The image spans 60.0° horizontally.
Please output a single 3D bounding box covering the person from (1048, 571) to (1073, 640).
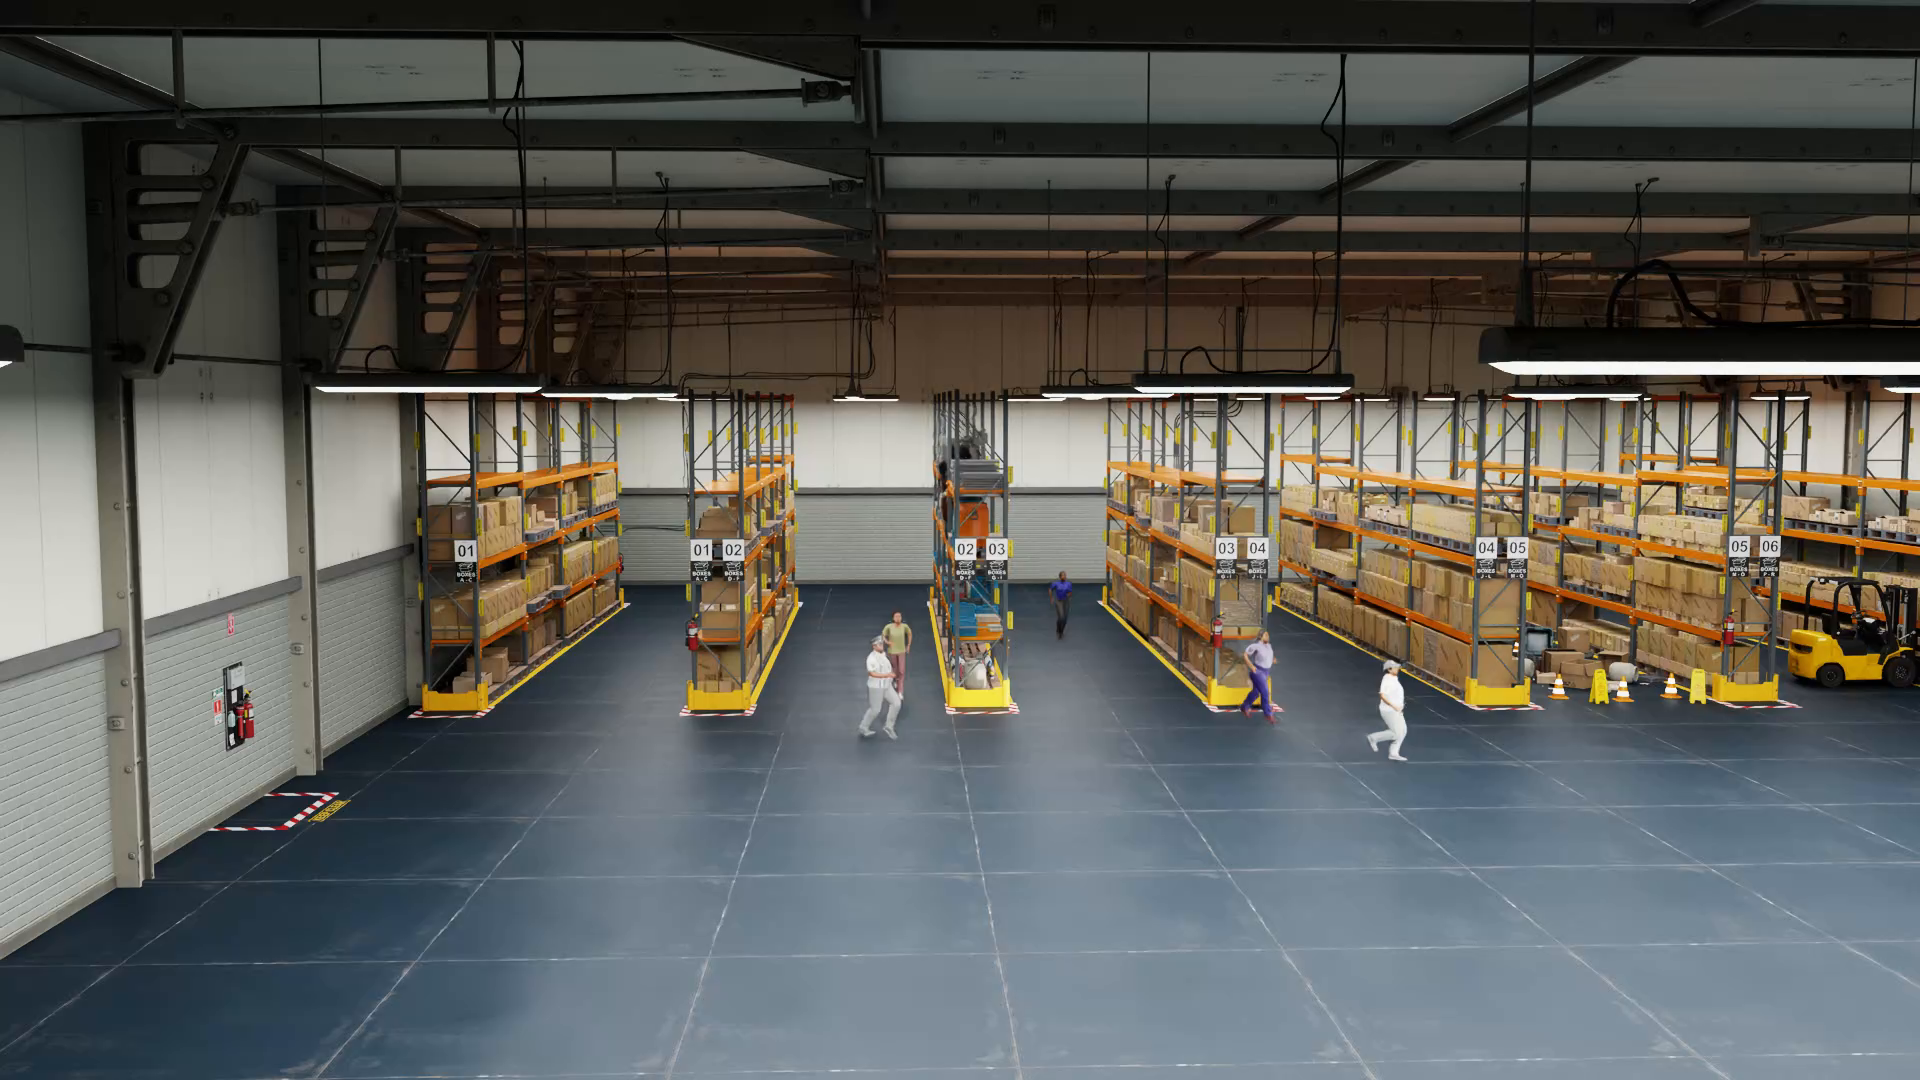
[{"bbox_3d":[2.486,1.602,40.511,0.542,1.693,0.716,-1,5,-17],"label":"person"}]

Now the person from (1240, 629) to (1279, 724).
[{"bbox_3d":[5.418,2.427,29.952,0.878,1.657,0.593,4,6,39],"label":"person"}]

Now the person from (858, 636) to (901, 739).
[{"bbox_3d":[-1.372,2.539,28.557,0.767,1.827,0.670,3,5,29],"label":"person"}]

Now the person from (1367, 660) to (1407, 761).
[{"bbox_3d":[6.894,2.738,26.776,0.607,1.629,0.608,2,5,21],"label":"person"}]

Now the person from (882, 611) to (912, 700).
[{"bbox_3d":[-1.213,2.178,31.911,0.617,1.668,0.834,-1,5,-7],"label":"person"}]
